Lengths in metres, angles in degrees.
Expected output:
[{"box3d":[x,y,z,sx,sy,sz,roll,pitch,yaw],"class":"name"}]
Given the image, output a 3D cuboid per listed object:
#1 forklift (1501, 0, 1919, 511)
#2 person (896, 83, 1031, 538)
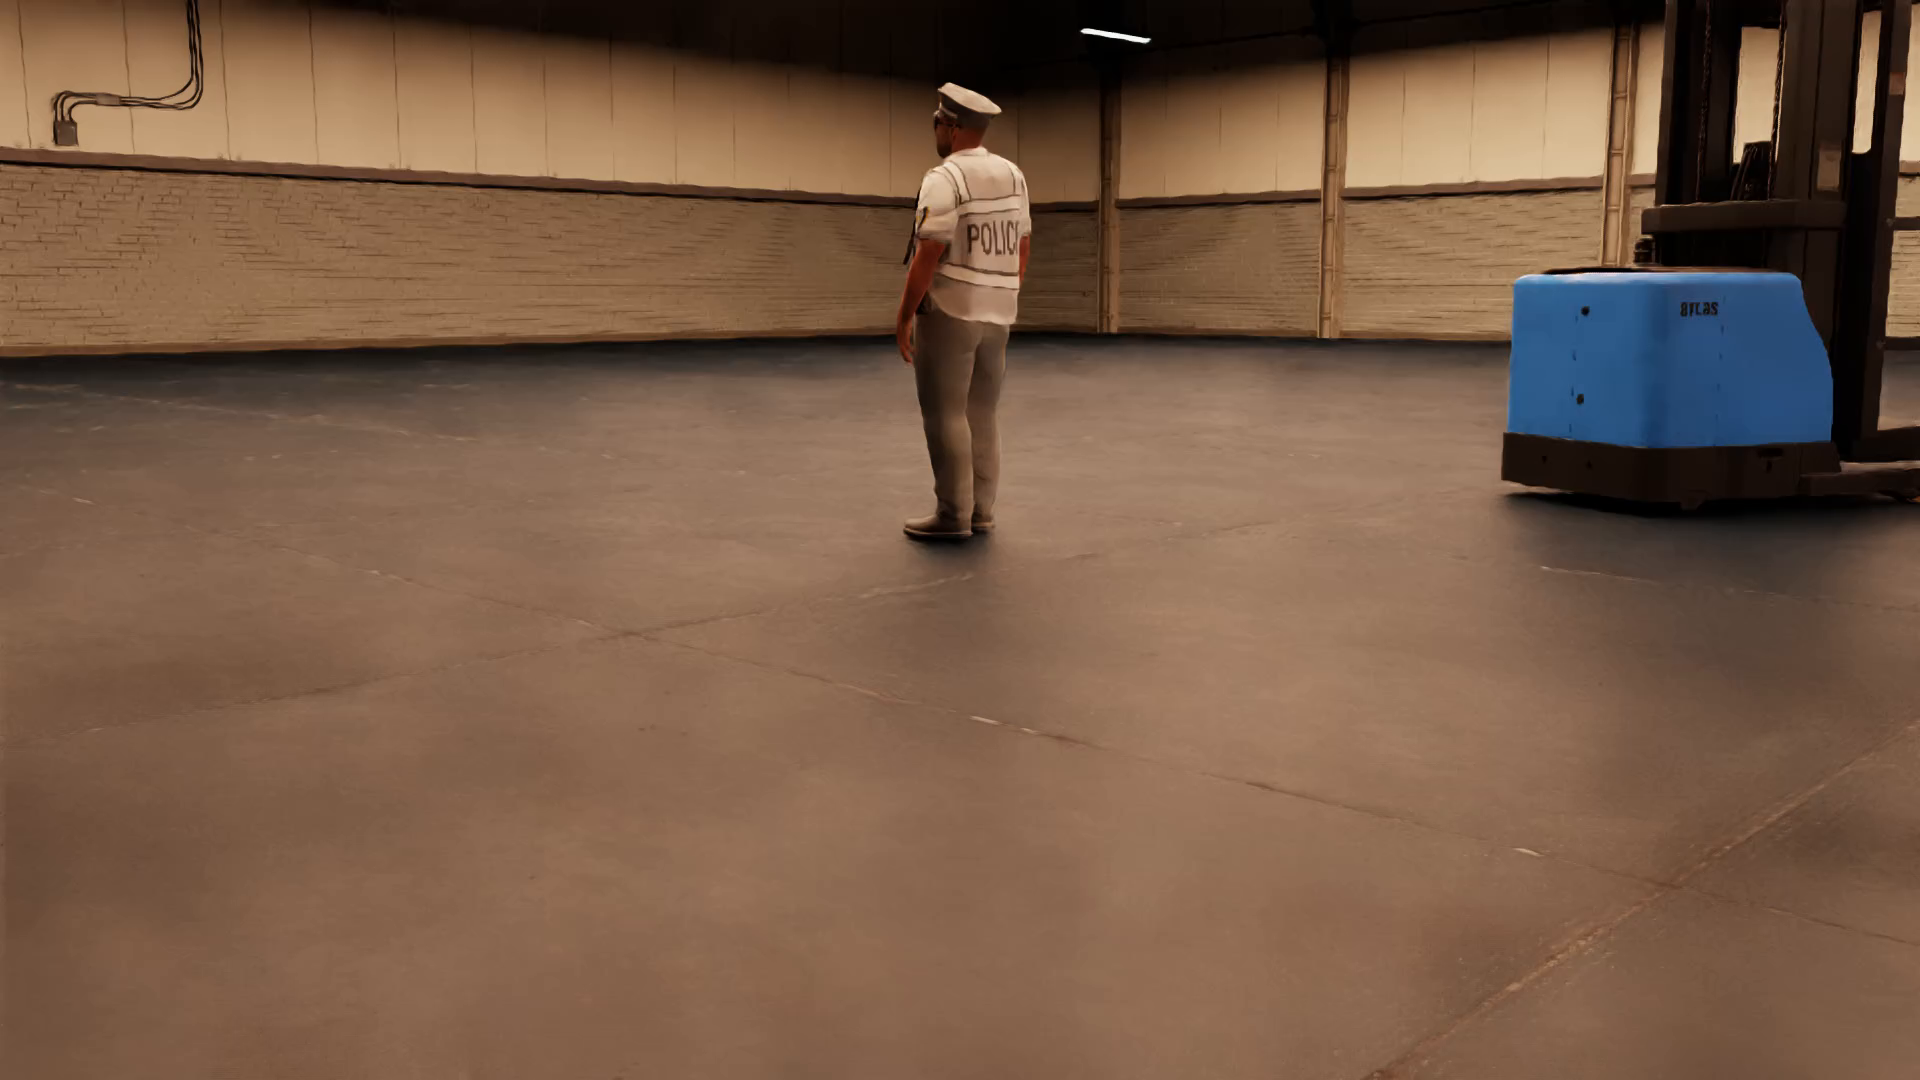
[{"box3d":[4.247,-1.692,8.112,3.031,2.935,1.130,-3,9,-21],"class":"forklift"},{"box3d":[-0.048,-0.898,6.645,0.574,1.781,0.640,8,12,43],"class":"person"}]
